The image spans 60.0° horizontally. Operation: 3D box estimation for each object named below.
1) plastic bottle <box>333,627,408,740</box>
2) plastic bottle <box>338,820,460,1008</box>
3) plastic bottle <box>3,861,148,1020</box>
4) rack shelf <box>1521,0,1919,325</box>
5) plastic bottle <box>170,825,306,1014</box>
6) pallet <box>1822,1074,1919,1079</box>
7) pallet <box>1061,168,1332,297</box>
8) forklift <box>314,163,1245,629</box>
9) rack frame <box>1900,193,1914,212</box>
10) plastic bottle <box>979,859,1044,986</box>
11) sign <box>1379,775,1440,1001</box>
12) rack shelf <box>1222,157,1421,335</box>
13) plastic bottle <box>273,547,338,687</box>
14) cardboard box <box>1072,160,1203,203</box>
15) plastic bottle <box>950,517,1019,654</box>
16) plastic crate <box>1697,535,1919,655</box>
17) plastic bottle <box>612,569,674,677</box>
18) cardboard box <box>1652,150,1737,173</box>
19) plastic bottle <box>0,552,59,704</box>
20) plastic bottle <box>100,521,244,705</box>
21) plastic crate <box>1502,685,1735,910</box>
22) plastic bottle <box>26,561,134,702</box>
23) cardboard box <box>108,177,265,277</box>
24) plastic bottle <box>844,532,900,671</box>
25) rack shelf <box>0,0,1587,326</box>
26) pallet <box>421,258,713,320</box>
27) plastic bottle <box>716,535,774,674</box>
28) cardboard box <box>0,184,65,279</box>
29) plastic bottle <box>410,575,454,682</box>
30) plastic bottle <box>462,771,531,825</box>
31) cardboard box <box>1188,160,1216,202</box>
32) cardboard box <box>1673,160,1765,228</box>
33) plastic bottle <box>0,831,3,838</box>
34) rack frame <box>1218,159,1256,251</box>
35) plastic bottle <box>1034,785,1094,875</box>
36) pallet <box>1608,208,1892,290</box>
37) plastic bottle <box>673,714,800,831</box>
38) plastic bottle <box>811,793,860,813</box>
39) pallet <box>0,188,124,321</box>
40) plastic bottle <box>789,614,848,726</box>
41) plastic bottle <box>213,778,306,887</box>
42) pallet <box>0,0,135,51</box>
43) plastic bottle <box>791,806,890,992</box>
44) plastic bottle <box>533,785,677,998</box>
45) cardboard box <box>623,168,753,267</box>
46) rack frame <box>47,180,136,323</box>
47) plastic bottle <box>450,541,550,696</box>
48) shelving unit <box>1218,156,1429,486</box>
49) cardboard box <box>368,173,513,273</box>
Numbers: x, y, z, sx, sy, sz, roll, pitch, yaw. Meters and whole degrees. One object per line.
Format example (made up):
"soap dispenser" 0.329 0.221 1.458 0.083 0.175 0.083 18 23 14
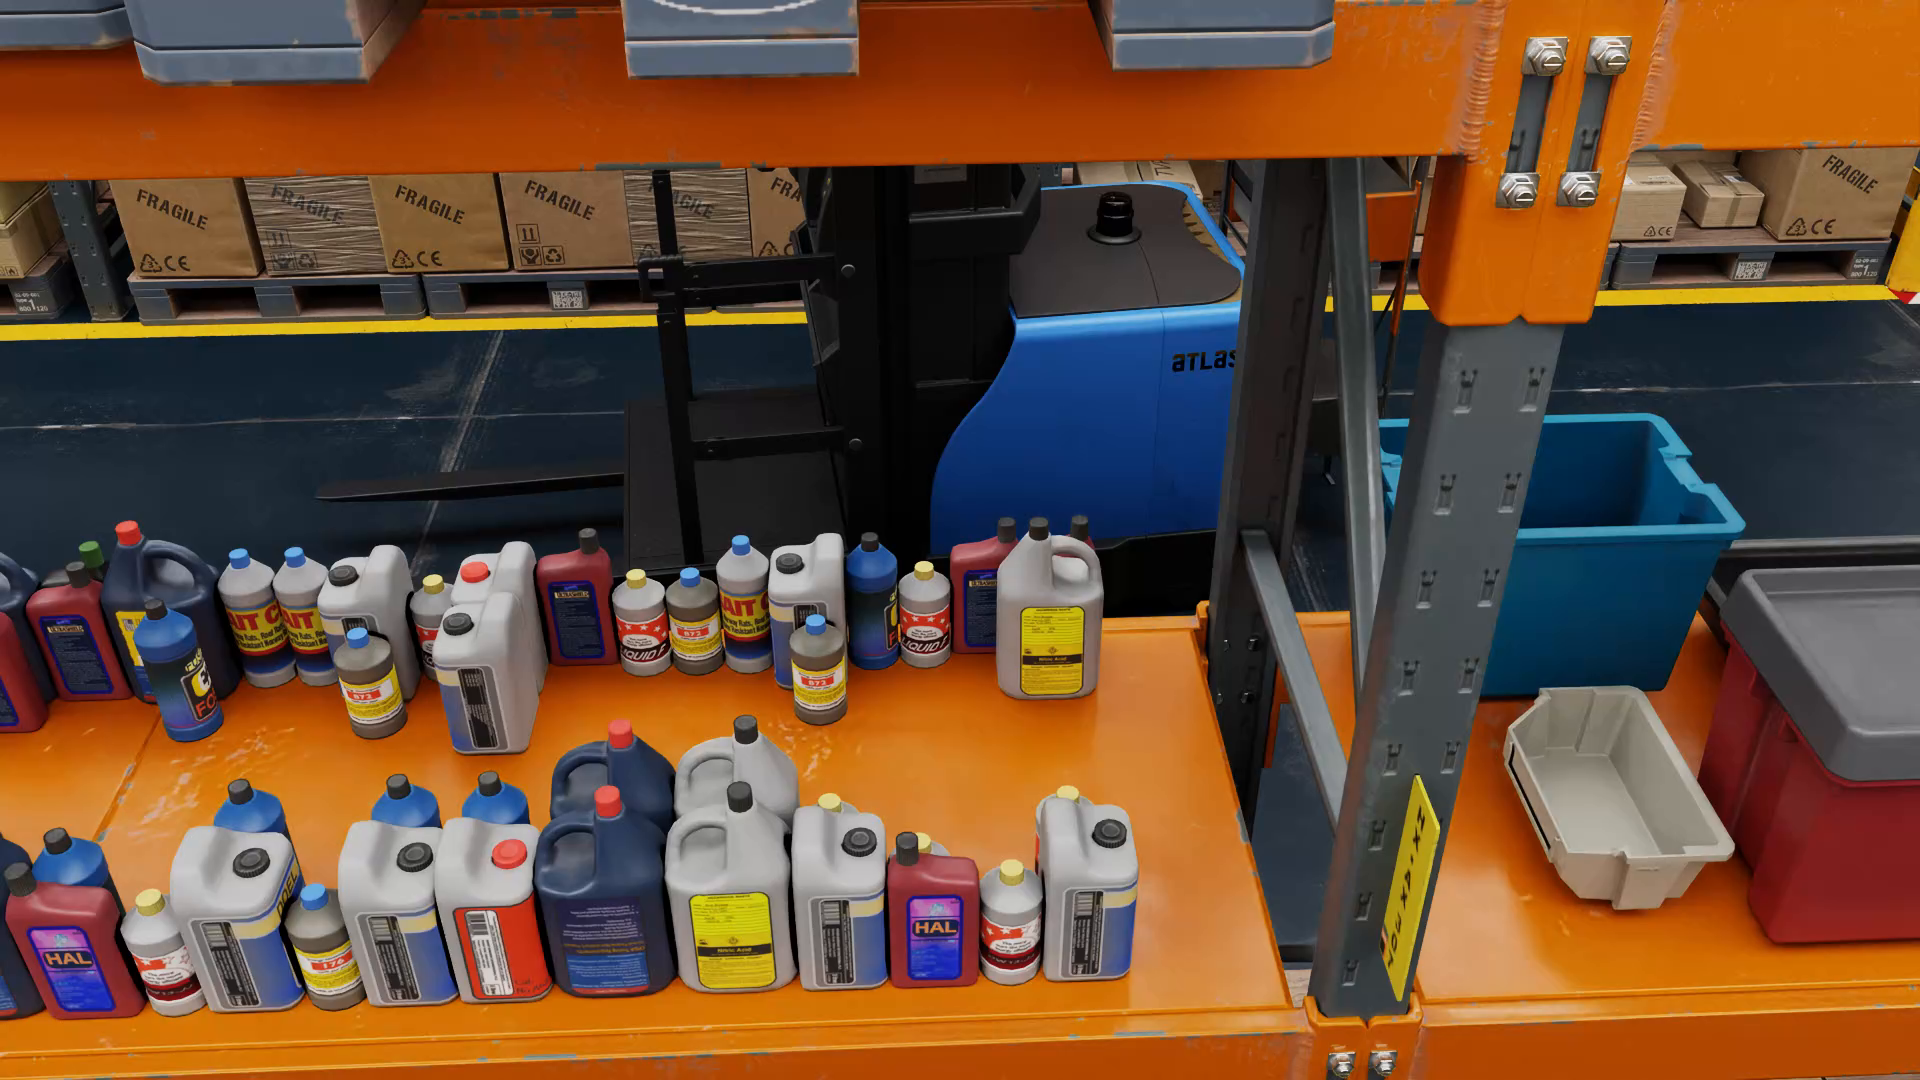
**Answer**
"plastic bottle" -1.044 0.244 2.936 0.097 0.201 0.097 0 35 0
"plastic bottle" -0.813 0.538 2.446 0.135 0.276 0.152 -2 35 -2
"plastic bottle" -1.274 0.573 2.389 0.133 0.283 0.061 -2 35 -2
"rack shelf" 2.566 -0.726 2.160 4.000 0.370 1.077 -2 35 -2
"plastic bottle" -1.045 0.544 2.437 0.135 0.276 0.152 -2 35 -2
"pallet" 2.523 1.335 3.635 1.213 0.211 1.003 -2 35 -2
"pallet" 1.024 -1.422 7.619 1.213 0.211 1.003 -2 35 -2
"forklift" -0.621 -1.147 4.832 3.031 2.935 1.130 -5 35 -8
"rack frame" 4.333 -2.658 6.955 0.127 3.000 1.000 -2 35 -2
"plastic bottle" 0.076 0.560 2.480 0.097 0.201 0.097 0 35 0
"sign" 0.593 0.464 2.200 0.005 0.325 0.100 -2 35 -2
"rack shelf" 1.129 -0.963 5.321 0.480 0.518 0.431 -5 35 -8
"plastic bottle" -1.186 0.133 3.035 0.097 0.271 0.097 0 35 0
"cardboard box" 0.767 -1.514 7.278 0.500 0.311 0.500 -2 35 -2
"plastic bottle" 0.049 0.084 3.095 0.133 0.283 0.061 -2 35 -2
"plastic crate" 1.674 0.171 3.056 0.590 0.125 0.437 -2 35 -2
"plastic bottle" -0.589 0.145 3.078 0.097 0.201 0.097 0 35 0
"cardboard box" 3.277 -1.842 7.805 0.500 0.250 0.500 -2 35 -2
"plastic bottle" -1.741 0.128 2.972 0.185 0.351 0.144 -2 35 -2
"plastic bottle" -1.423 0.120 2.984 0.185 0.351 0.144 -2 35 -2
"plastic crate" 1.040 0.418 2.690 0.243 0.136 0.396 -2 35 -2
"plastic bottle" -1.581 0.163 2.981 0.133 0.283 0.061 -2 35 -2
"cardboard box" -3.190 -1.446 7.013 0.500 0.500 0.500 0 35 0
"plastic bottle" -0.163 0.105 3.075 0.097 0.271 0.097 0 35 0
"rack shelf" -1.429 -0.619 2.004 4.000 0.370 1.077 -2 35 -2
"pallet" -1.695 -1.326 7.480 1.213 0.211 1.003 -2 35 -2
"plastic bottle" -0.395 0.111 3.066 0.097 0.271 0.097 0 35 0
"cardboard box" -4.172 -1.332 7.086 0.500 0.250 0.500 -1 35 -1
"plastic bottle" -0.954 0.155 3.064 0.097 0.201 0.097 0 35 0
"plastic bottle" -0.703 0.466 2.555 0.097 0.271 0.097 0 35 0
"cardboard box" 0.893 -1.880 7.641 0.500 0.500 0.500 -2 35 -2
"cardboard box" 3.393 -1.560 7.471 0.250 0.166 0.380 -2 35 -2
"plastic bottle" -1.576 0.443 2.517 0.185 0.351 0.144 -2 35 -2
"rack frame" 0.889 -0.952 5.280 0.015 2.100 0.400 -5 35 -8
"plastic bottle" 0.166 0.471 2.608 0.097 0.201 0.097 0 35 0
"pallet" 3.461 -1.487 7.714 1.213 0.211 1.003 -2 35 -2
"plastic bottle" -0.341 0.414 2.559 0.185 0.351 0.144 -2 35 -2
"plastic bottle" -0.199 0.481 2.594 0.097 0.201 0.097 0 35 0
"pallet" -4.482 -1.296 7.437 1.213 0.211 1.003 -2 35 -2
"plastic bottle" -0.253 0.223 2.966 0.097 0.201 0.097 0 35 0
"plastic bottle" -1.069 0.475 2.540 0.097 0.271 0.097 0 35 0
"pallet" -1.343 -0.782 1.774 1.213 0.211 1.003 -2 35 -2
"plastic bottle" -0.175 0.520 2.471 0.135 0.276 0.152 -2 35 -2
"plastic bottle" -0.519 0.501 2.433 0.185 0.351 0.144 -2 35 -2
"cardboard box" -1.137 -1.506 7.100 0.500 0.500 0.500 -1 35 -2
"rack frame" -3.658 -2.443 6.644 0.127 3.000 1.000 -2 35 -2
"plastic bottle" -0.837 0.137 3.025 0.135 0.276 0.152 -2 35 -2
"shelving unit" 1.129 -0.975 5.313 0.503 2.100 0.431 -5 35 -8
"cardboard box" -2.166 -1.474 7.053 0.500 0.500 0.500 -2 35 -3
